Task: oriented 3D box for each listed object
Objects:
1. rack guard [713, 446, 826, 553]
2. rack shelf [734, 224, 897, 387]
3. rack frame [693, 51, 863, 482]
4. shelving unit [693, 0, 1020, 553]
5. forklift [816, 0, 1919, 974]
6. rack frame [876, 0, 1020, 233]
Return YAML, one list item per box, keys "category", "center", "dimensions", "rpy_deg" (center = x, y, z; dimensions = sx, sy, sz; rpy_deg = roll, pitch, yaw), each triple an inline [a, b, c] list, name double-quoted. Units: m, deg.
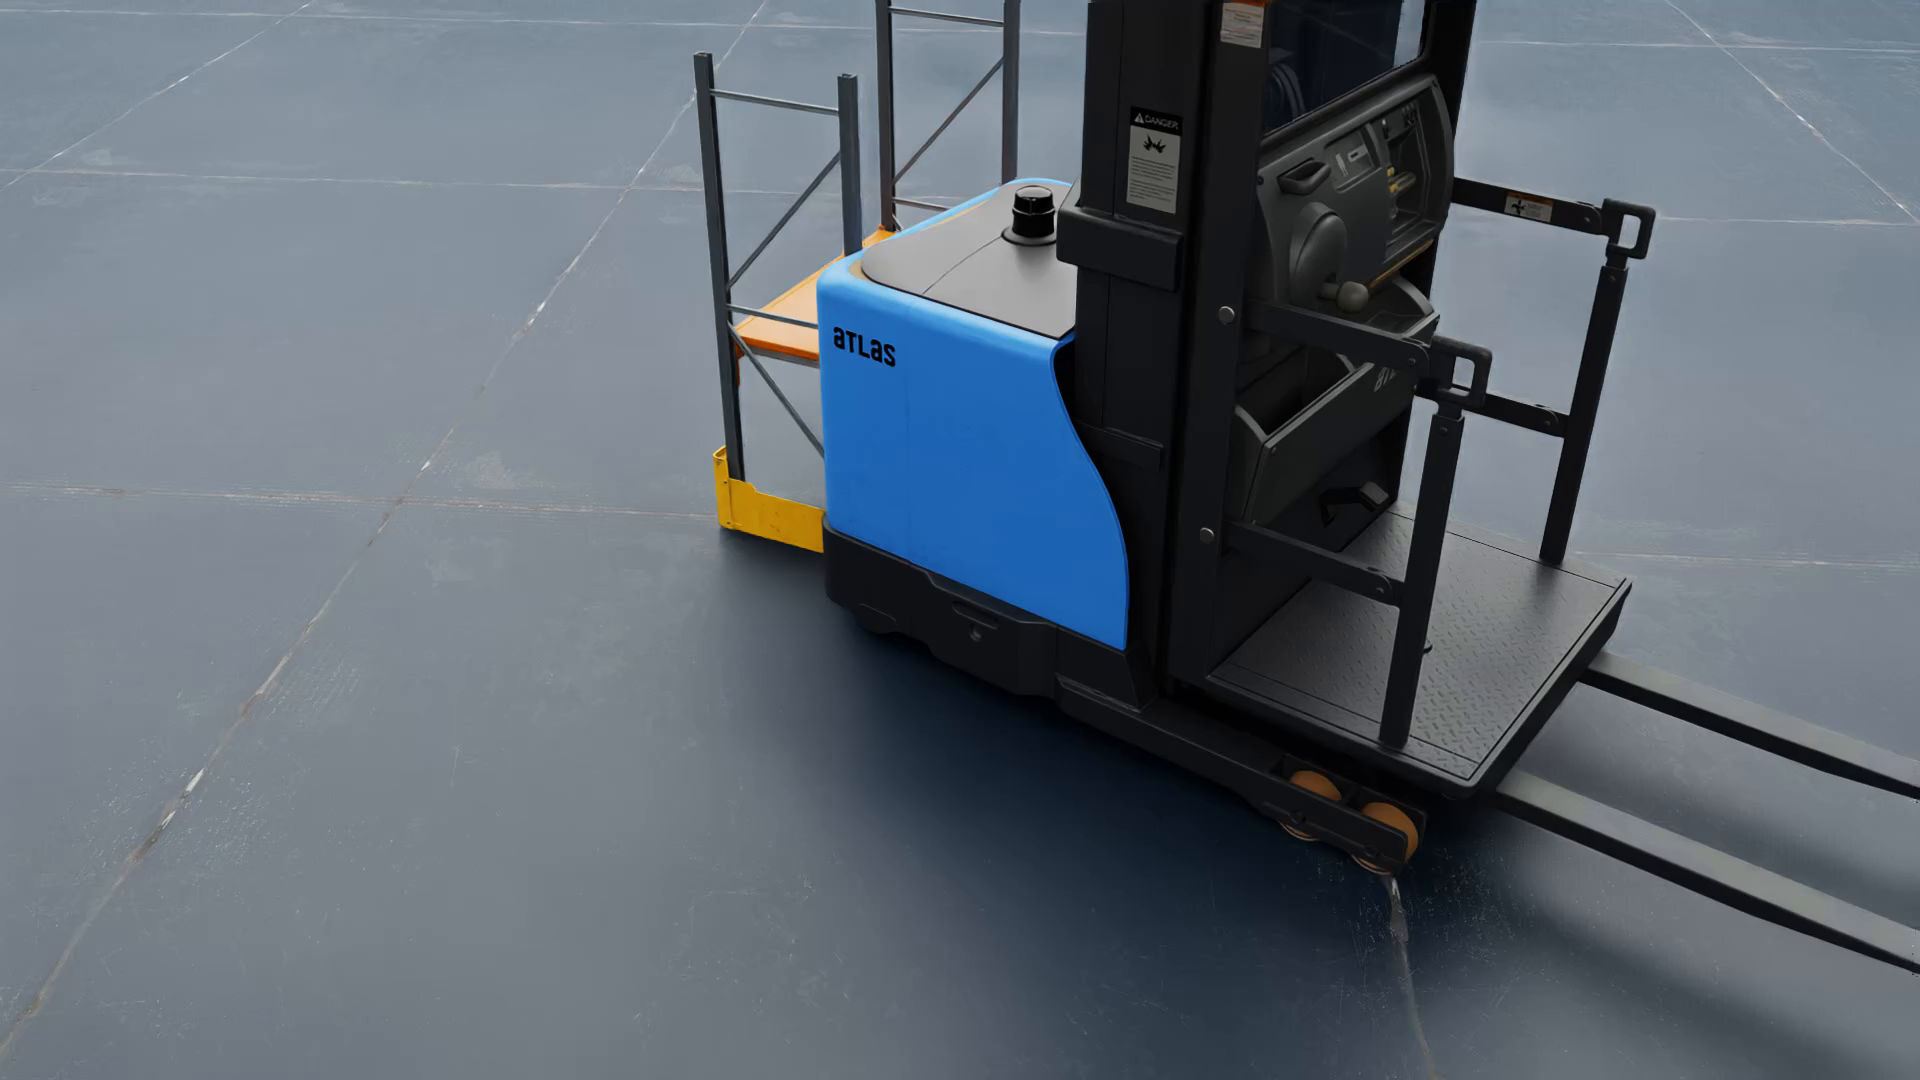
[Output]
- category: "rack guard"
  center: [-0.500, -0.107, 5.185]
  dimensions: [0.587, 0.250, 0.087]
  rpy_deg: [15, 35, 23]
- category: "rack shelf"
  center: [-0.271, -0.723, 5.337]
  dimensions: [0.538, 0.185, 1.000]
  rpy_deg: [15, 35, 23]
- category: "rack frame"
  center: [-0.500, -0.638, 4.856]
  dimensions: [0.500, 1.500, 0.032]
  rpy_deg: [15, 35, 23]
- category: "shelving unit"
  center: [-0.275, -0.872, 5.236]
  dimensions: [0.587, 1.500, 1.083]
  rpy_deg: [15, 35, 23]
- category: "forklift"
  center: [1.082, -0.770, 3.706]
  dimensions: [3.031, 2.935, 1.130]
  rpy_deg: [22, 38, 31]
- category: "rack frame"
  center: [-0.042, -1.115, 5.629]
  dimensions: [0.500, 1.500, 0.032]
  rpy_deg: [15, 35, 23]
